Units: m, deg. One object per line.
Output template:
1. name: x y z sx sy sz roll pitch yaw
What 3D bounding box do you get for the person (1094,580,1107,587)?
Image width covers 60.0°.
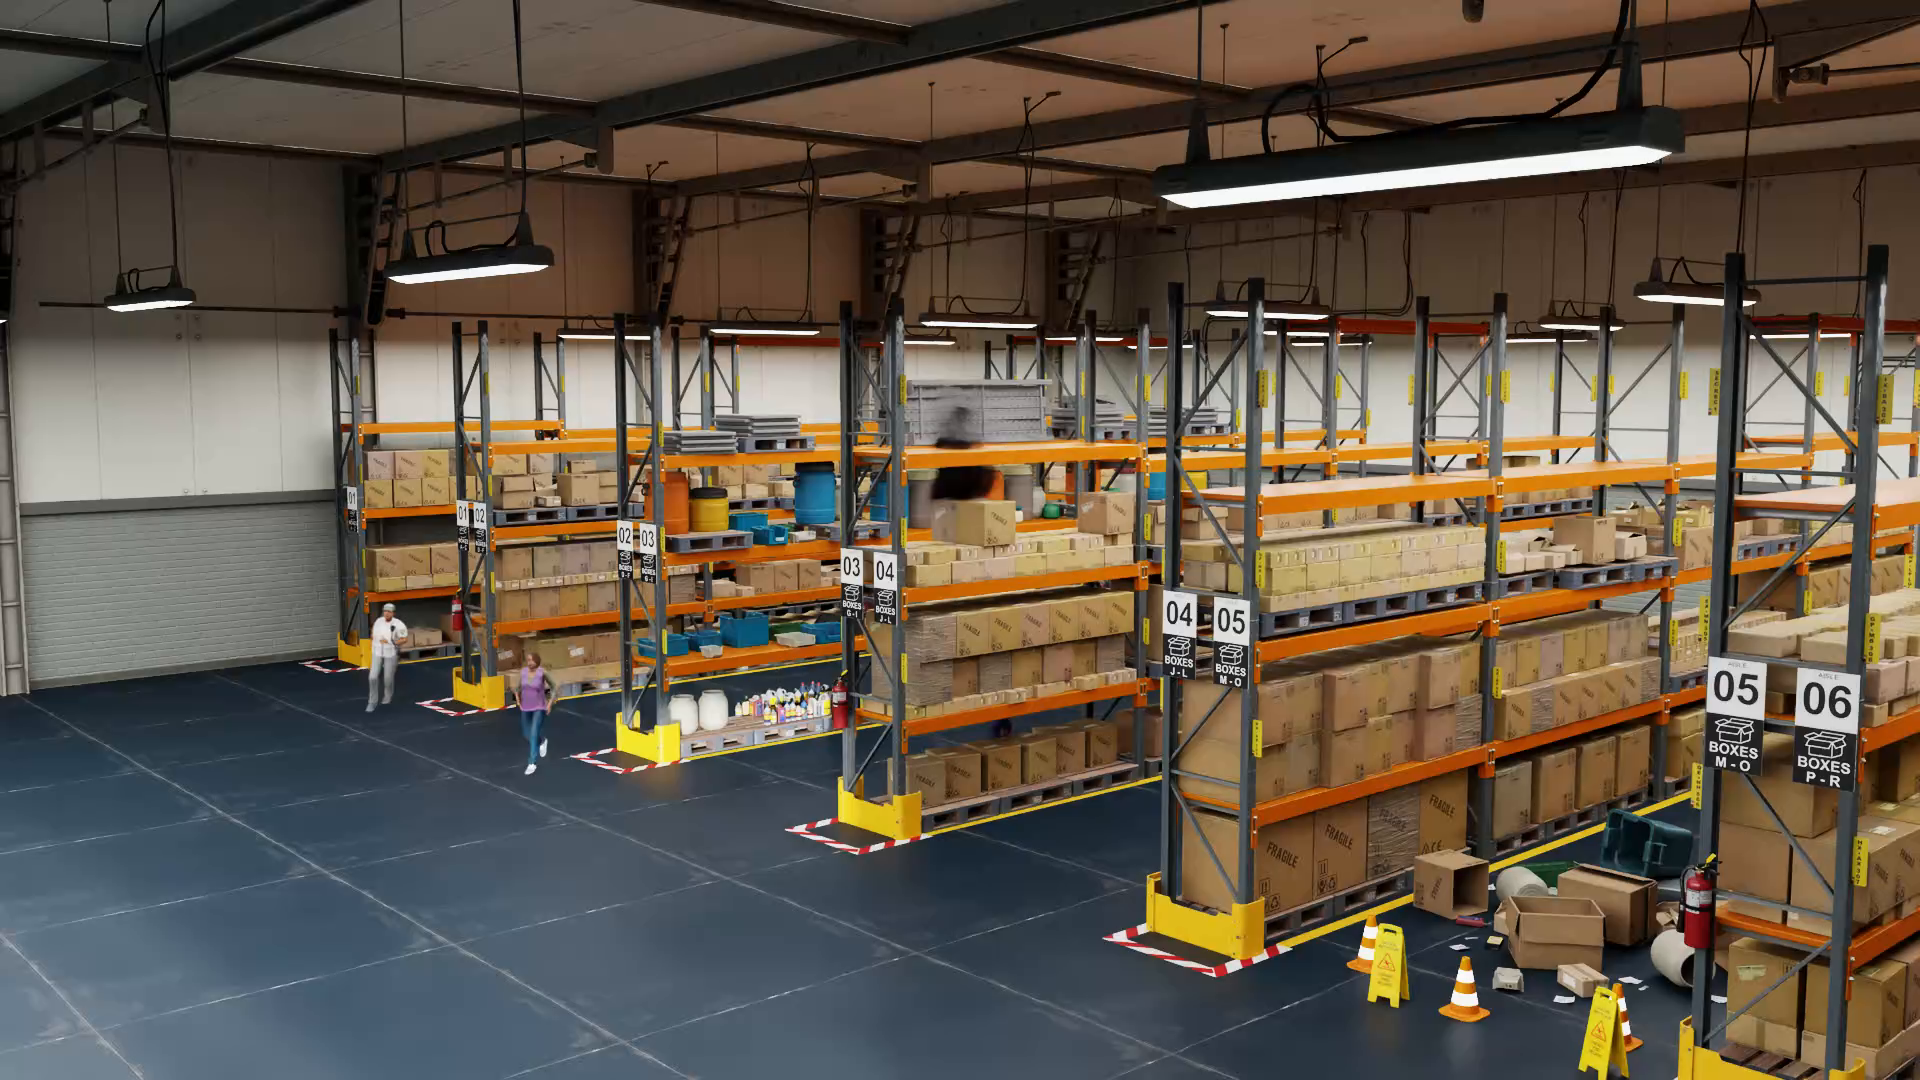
1. person: 2.724 1.139 32.677 0.505 1.597 0.667 4 7 37

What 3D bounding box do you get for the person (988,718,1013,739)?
1. person: 0.517 2.076 22.926 0.606 1.634 0.925 4 7 33

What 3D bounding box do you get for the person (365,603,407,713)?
1. person: -8.868 1.821 25.838 0.625 1.722 0.734 0 6 -3

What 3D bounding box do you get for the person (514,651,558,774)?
1. person: -5.587 2.239 21.877 0.577 1.584 0.660 1 6 9

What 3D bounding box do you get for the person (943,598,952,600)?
1. person: -0.359 1.409 29.076 0.696 1.763 0.941 5 7 39
